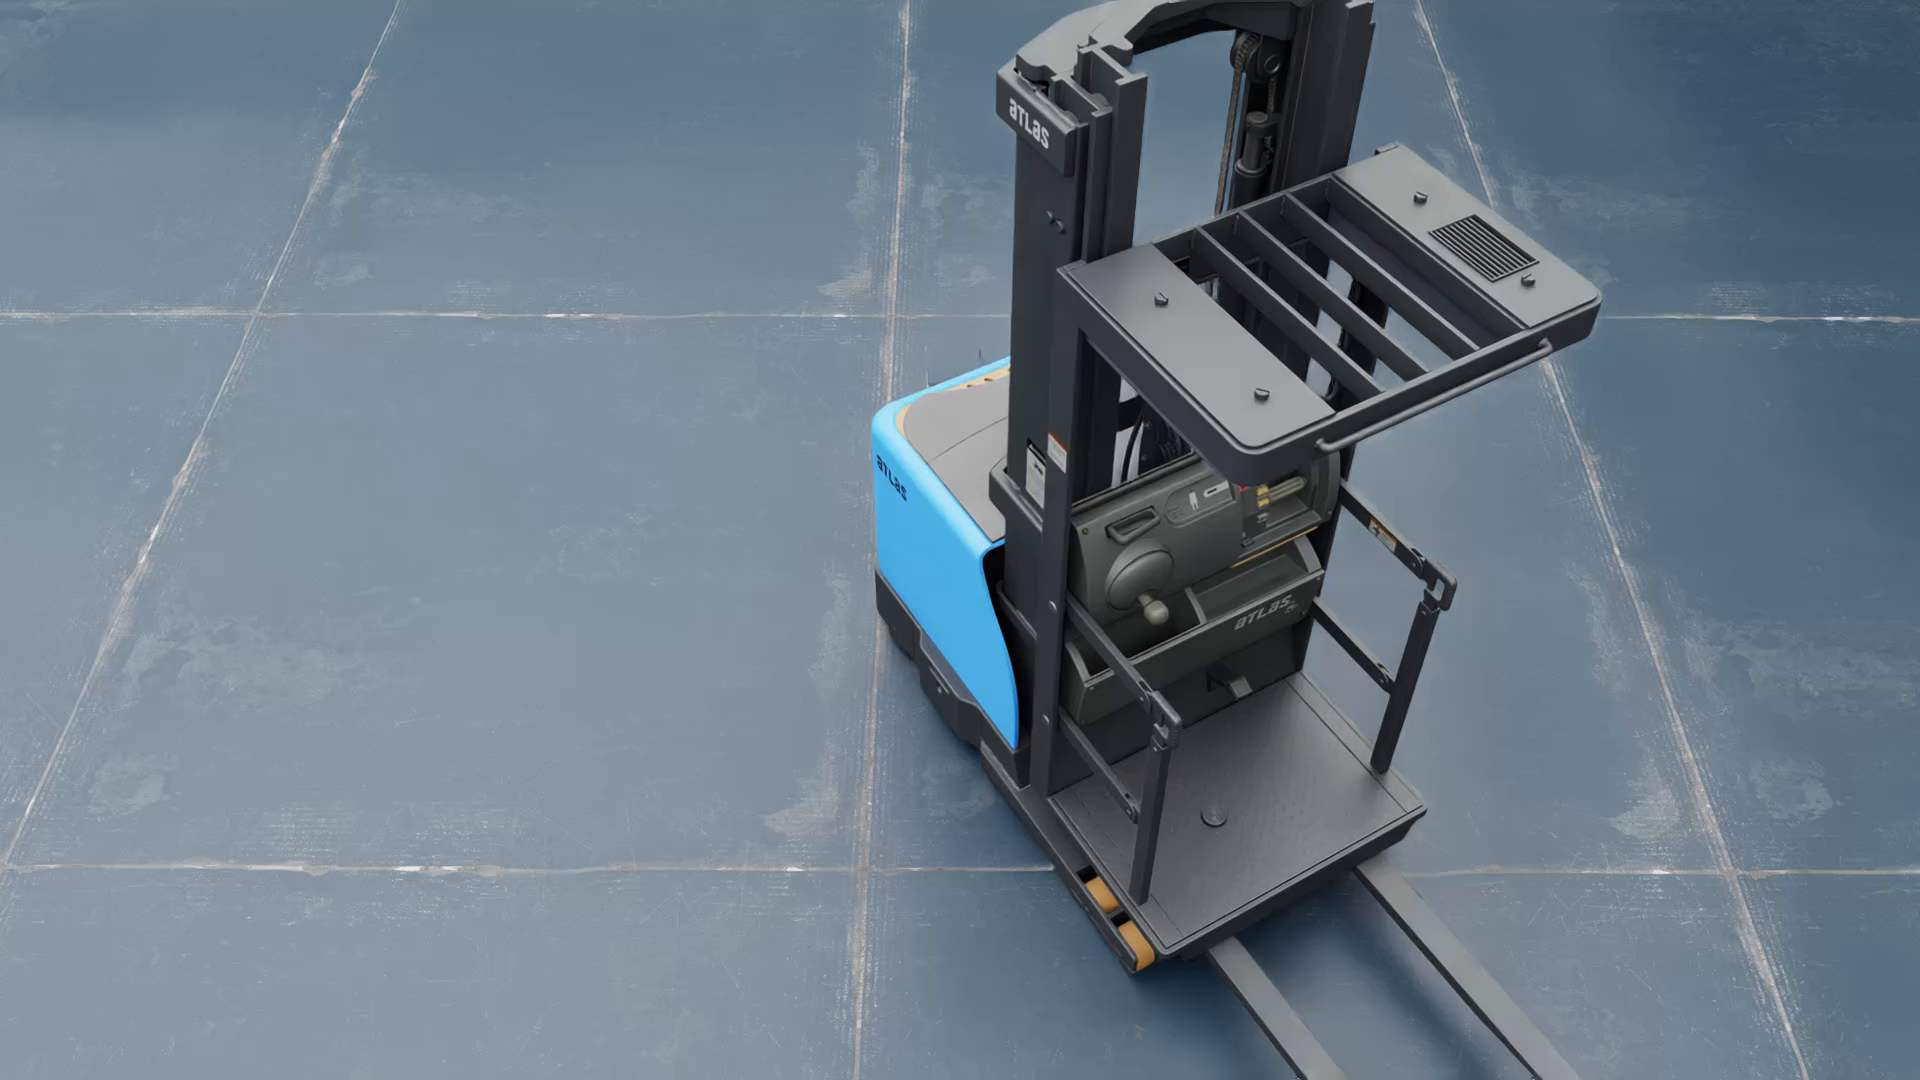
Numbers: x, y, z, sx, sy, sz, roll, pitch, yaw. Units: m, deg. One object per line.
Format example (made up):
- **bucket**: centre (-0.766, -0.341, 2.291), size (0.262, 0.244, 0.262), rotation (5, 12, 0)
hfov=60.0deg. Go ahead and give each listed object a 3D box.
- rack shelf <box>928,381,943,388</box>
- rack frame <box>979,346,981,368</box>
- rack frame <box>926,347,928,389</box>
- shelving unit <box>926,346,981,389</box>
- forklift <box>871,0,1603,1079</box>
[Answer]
- **rack shelf**: centre (-0.022, -0.499, 6.357), size (0.200, 0.077, 0.258), rotation (-1, 47, -1)
- **rack frame**: centre (0.080, -0.340, 6.532), size (0.006, 0.900, 0.240), rotation (-1, 47, -1)
- **rack frame**: centre (-0.124, -0.336, 6.529), size (0.006, 0.900, 0.240), rotation (-1, 47, -1)
- **shelving unit**: centre (-0.022, -0.338, 6.531), size (0.210, 0.900, 0.258), rotation (-1, 47, -1)
- **forklift**: centre (0.856, 0.032, 4.799), size (1.130, 2.935, 3.031), rotation (-23, 51, -20)
